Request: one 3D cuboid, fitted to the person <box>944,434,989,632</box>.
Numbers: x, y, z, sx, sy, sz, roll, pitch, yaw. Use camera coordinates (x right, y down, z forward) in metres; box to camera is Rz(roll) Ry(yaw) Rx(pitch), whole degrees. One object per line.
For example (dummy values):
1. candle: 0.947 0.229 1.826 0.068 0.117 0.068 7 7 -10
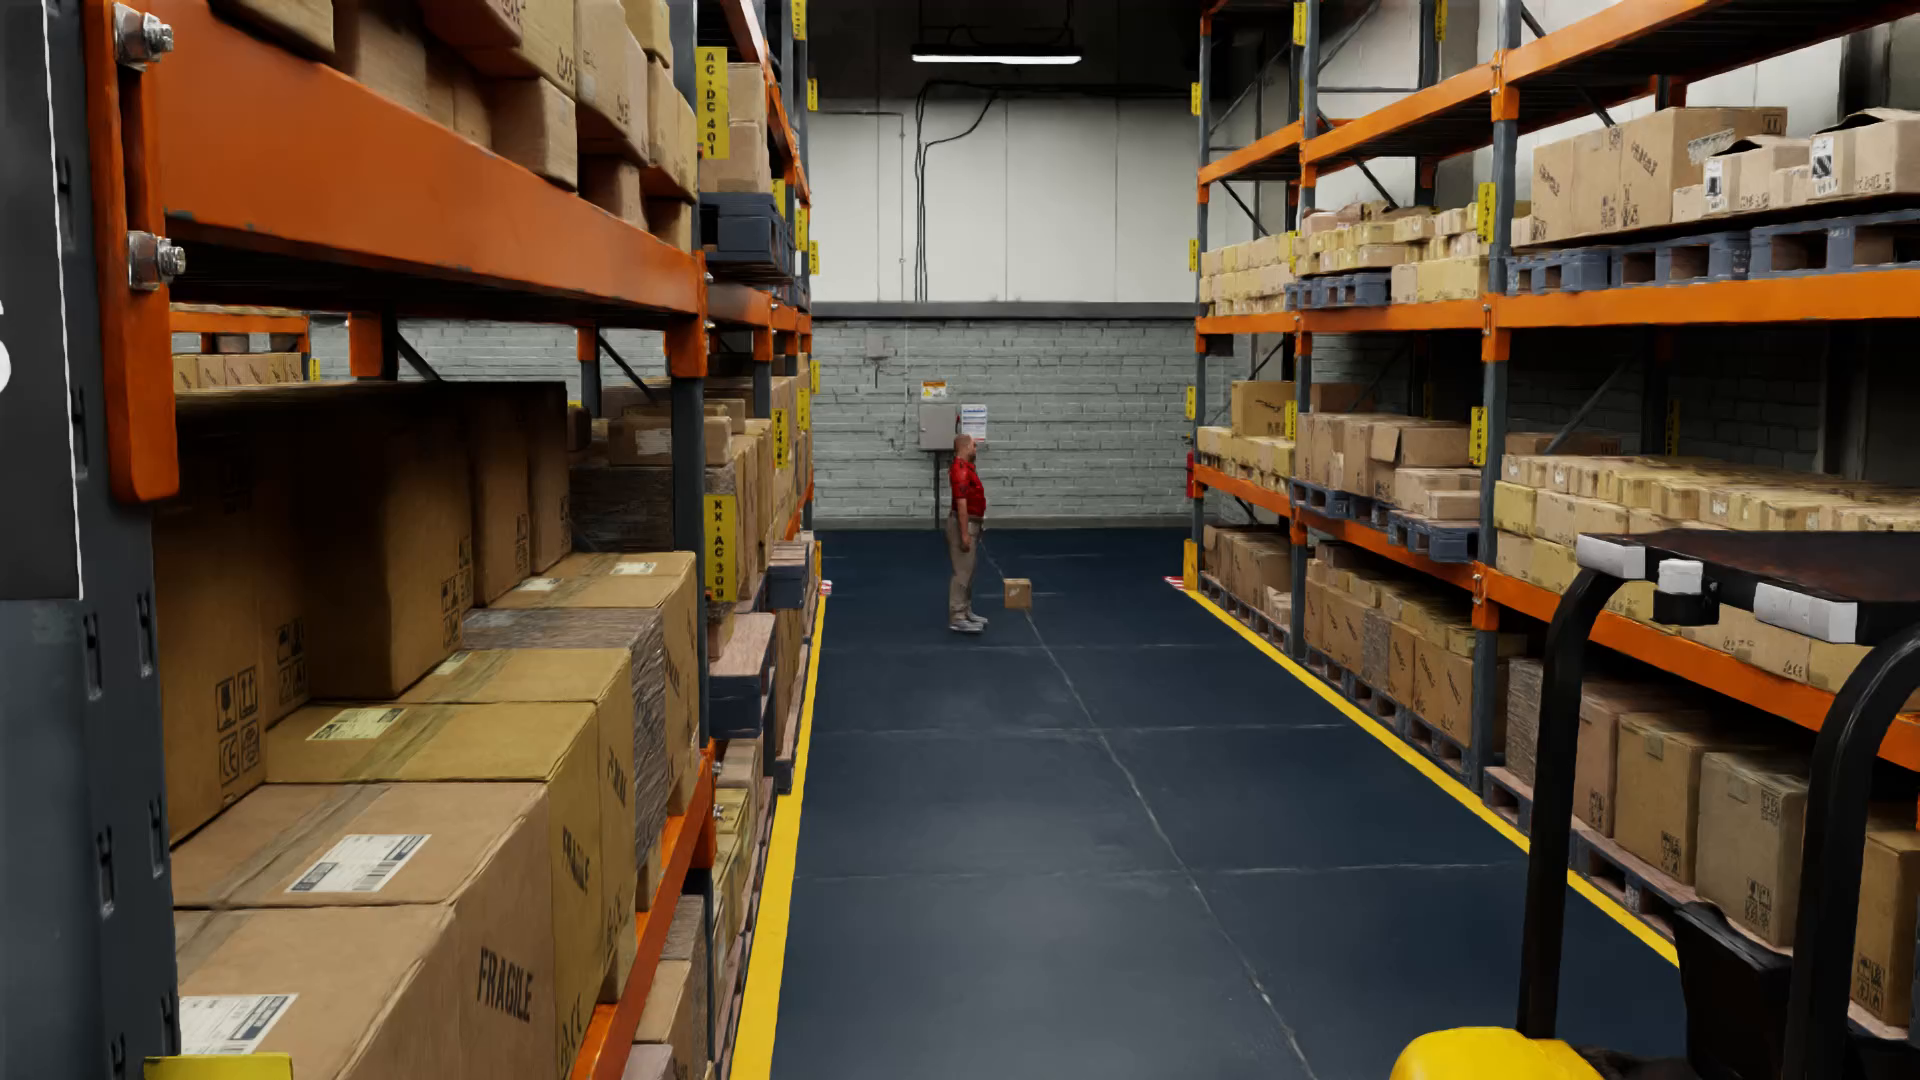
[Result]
1. person: 0.062 -0.078 14.800 0.397 1.736 0.570 0 7 -2
